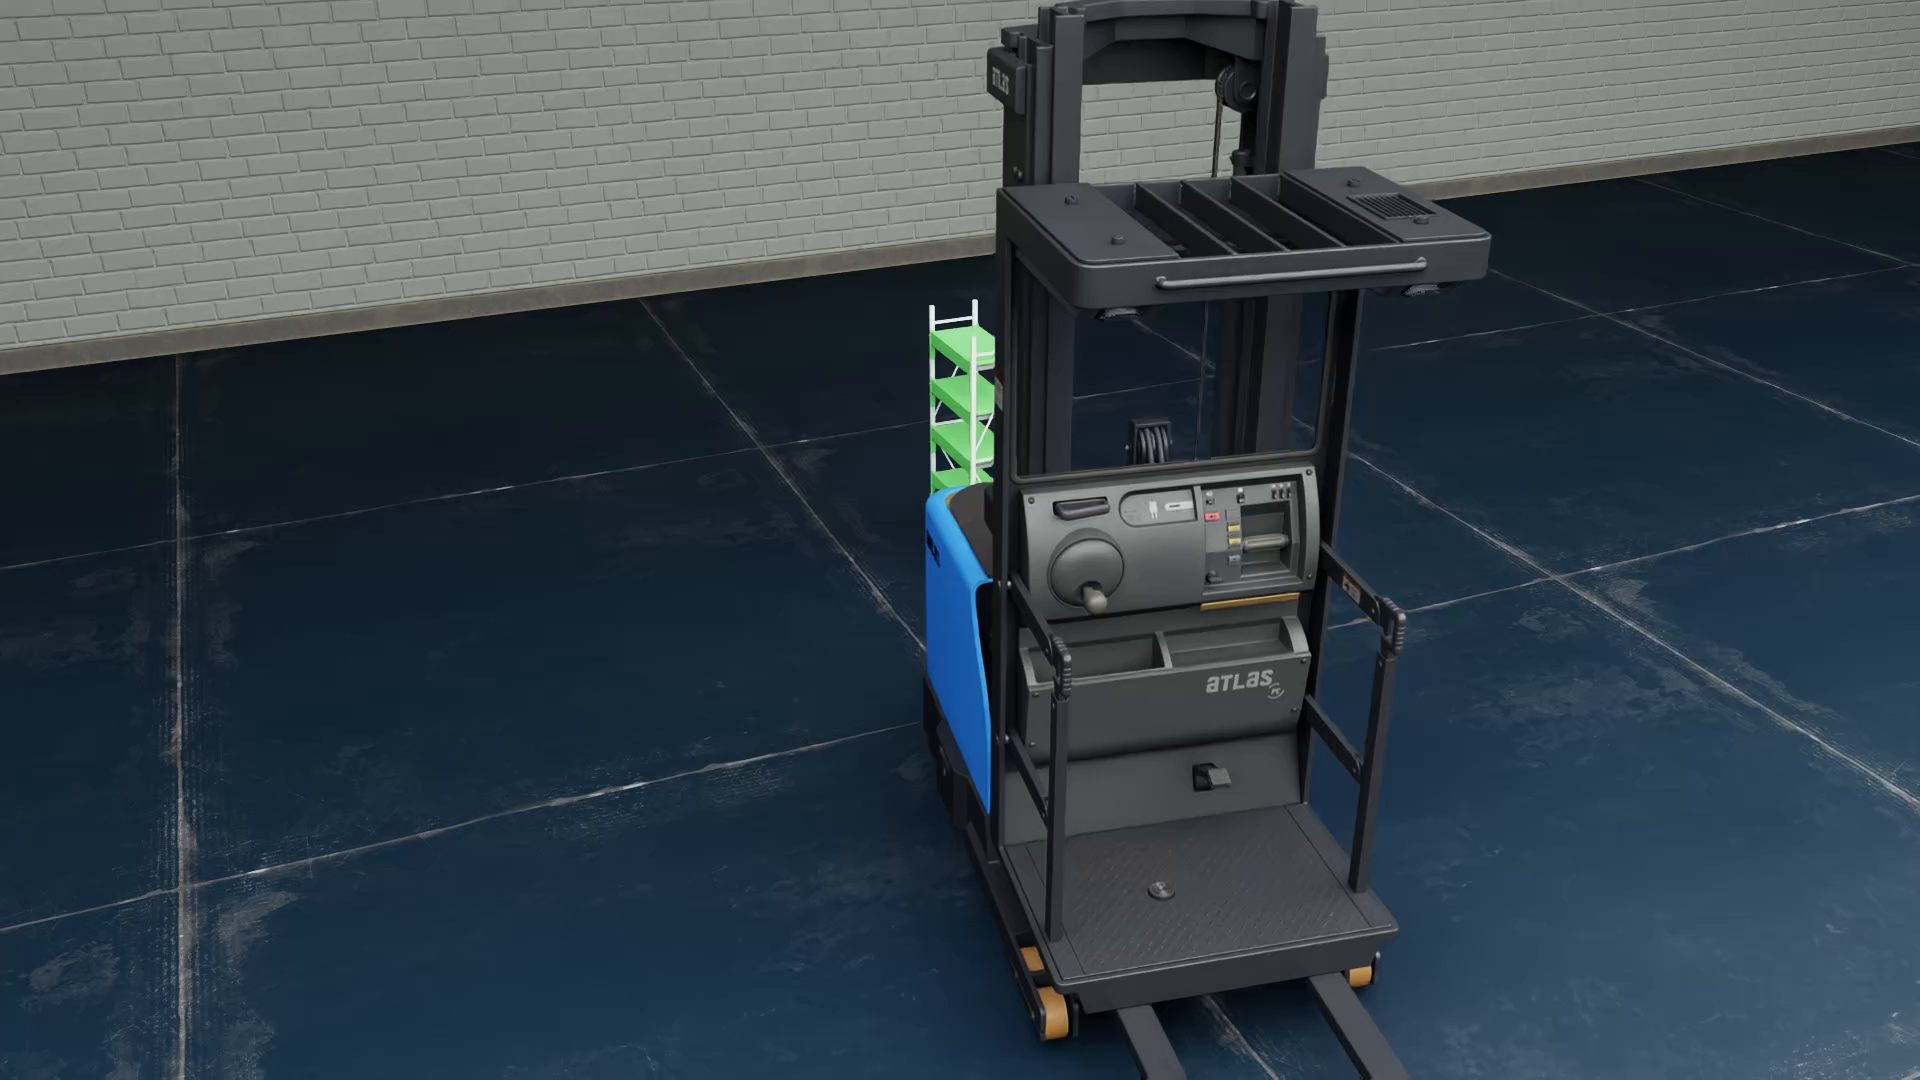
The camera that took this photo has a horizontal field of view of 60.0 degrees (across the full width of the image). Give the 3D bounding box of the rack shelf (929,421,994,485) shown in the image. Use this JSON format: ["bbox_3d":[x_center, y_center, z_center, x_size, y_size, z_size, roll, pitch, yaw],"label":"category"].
[{"bbox_3d":[0.065,-0.415,7.878,0.258,0.148,0.480,-11,28,-21],"label":"rack shelf"}]

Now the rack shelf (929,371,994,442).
[{"bbox_3d":[0.065,-0.631,7.773,0.258,0.148,0.480,-11,28,-21],"label":"rack shelf"}]

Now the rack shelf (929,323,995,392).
[{"bbox_3d":[0.065,-0.846,7.667,0.258,0.148,0.480,-11,28,-21],"label":"rack shelf"}]

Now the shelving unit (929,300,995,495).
[{"bbox_3d":[0.065,-0.472,7.850,0.258,1.200,0.503,-11,28,-21],"label":"shelving unit"}]

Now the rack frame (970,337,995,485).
[{"bbox_3d":[0.160,-0.374,7.648,0.240,1.200,0.015,-11,28,-21],"label":"rack frame"}]

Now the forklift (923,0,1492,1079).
[{"bbox_3d":[0.697,0.033,4.841,1.130,2.935,3.031,-6,27,-12],"label":"forklift"}]

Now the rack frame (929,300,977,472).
[{"bbox_3d":[-0.031,-0.571,8.052,0.240,1.200,0.015,-11,28,-21],"label":"rack frame"}]

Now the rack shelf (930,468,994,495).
[{"bbox_3d":[0.065,-0.199,7.983,0.258,0.148,0.480,-11,28,-21],"label":"rack shelf"}]
